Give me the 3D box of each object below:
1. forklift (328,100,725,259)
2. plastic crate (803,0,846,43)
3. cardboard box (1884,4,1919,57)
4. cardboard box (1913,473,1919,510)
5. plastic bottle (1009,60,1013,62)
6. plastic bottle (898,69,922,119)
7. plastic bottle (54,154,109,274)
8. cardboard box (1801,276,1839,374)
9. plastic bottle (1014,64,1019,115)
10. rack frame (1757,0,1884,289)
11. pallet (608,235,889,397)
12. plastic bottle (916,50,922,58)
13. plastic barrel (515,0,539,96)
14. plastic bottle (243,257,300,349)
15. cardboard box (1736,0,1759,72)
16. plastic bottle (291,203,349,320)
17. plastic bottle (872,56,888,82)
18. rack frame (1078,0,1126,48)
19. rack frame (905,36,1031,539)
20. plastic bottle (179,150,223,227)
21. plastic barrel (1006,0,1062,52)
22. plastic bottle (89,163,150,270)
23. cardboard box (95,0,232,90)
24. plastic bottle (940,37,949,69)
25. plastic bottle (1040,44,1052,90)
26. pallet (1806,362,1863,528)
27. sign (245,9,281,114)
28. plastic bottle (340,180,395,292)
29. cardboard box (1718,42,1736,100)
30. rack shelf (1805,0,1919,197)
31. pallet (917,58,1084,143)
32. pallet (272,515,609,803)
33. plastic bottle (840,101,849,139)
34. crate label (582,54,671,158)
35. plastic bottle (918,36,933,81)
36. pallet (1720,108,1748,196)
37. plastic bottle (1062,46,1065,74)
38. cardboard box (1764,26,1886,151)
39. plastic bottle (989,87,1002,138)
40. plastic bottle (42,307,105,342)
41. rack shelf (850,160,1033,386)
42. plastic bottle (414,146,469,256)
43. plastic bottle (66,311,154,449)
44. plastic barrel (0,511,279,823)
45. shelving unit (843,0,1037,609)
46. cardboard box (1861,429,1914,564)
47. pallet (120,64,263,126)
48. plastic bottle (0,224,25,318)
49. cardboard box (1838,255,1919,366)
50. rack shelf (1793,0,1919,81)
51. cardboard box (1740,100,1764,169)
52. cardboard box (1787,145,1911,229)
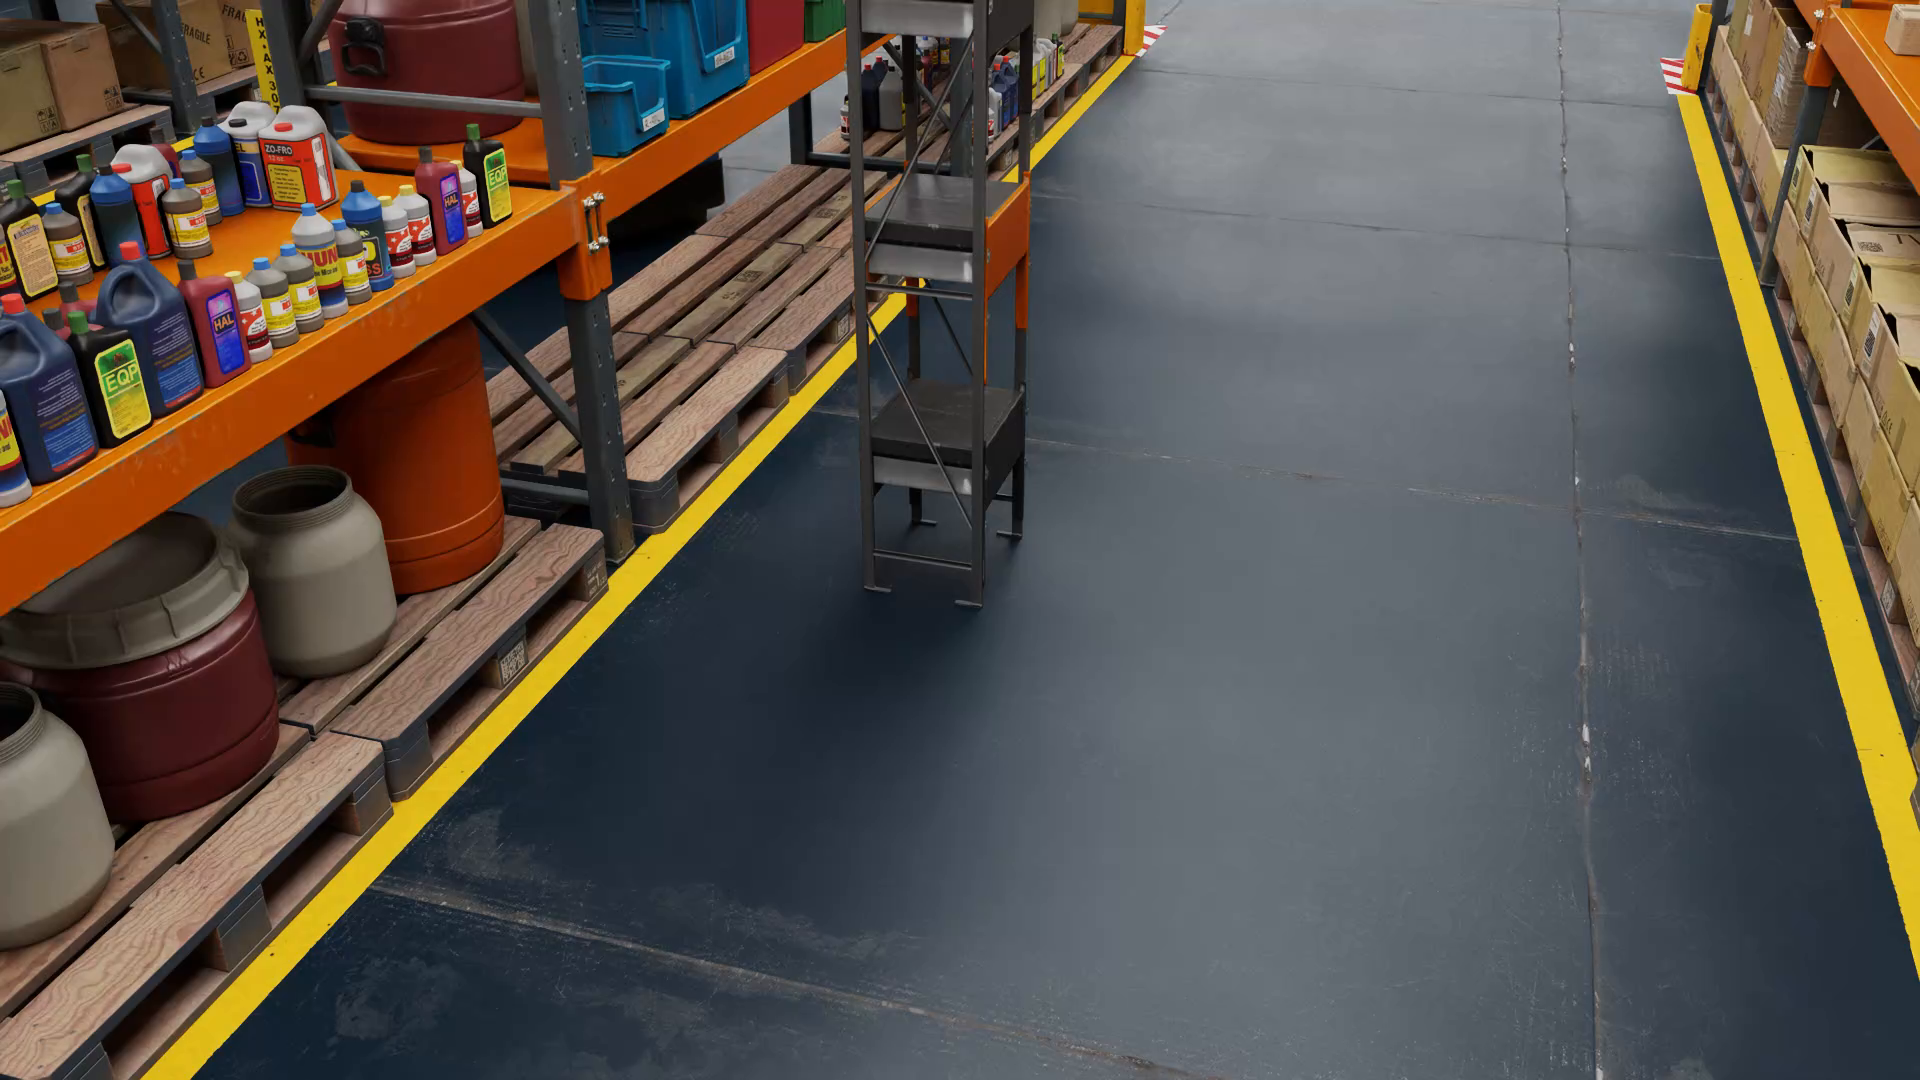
[{"bbox_3d":[-2.604,-2.634,7.469,1.130,2.935,3.031,23,37,35],"label":"forklift"},{"bbox_3d":[-0.672,-2.238,6.905,0.450,0.188,0.662,8,30,15],"label":"plastic crate"},{"bbox_3d":[3.848,-1.979,6.480,0.380,0.149,0.250,8,30,15],"label":"cardboard box"},{"bbox_3d":[3.048,-0.118,4.696,0.500,0.311,0.500,9,30,16],"label":"cardboard box"},{"bbox_3d":[0.309,-2.834,10.185,0.097,0.201,0.097,0,29,0],"label":"plastic bottle"},{"bbox_3d":[-0.312,-2.602,9.691,0.152,0.276,0.135,8,30,15],"label":"plastic bottle"},{"bbox_3d":[-2.260,-0.844,4.302,0.061,0.283,0.133,8,30,15],"label":"plastic bottle"},{"bbox_3d":[3.647,-0.823,6.540,0.500,0.250,0.500,8,30,13],"label":"cardboard box"},{"bbox_3d":[0.347,-2.660,9.787,0.061,0.283,0.133,10,31,17],"label":"plastic bottle"},{"bbox_3d":[4.303,-2.471,7.107,1.000,3.000,0.127,8,30,15],"label":"rack frame"},{"bbox_3d":[-0.980,-1.022,7.370,1.003,0.211,1.213,8,30,15],"label":"pallet"},{"bbox_3d":[-0.315,-2.837,10.113,0.152,0.276,0.135,9,30,16],"label":"plastic bottle"},{"bbox_3d":[-1.507,-1.878,5.926,0.421,0.512,0.421,0,29,0],"label":"plastic barrel"},{"bbox_3d":[-1.606,-0.556,3.868,0.097,0.201,0.097,0,29,0],"label":"plastic bottle"},{"bbox_3d":[4.828,-2.956,9.603,0.500,0.500,0.500,8,30,15],"label":"cardboard box"},{"bbox_3d":[-1.549,-0.677,4.013,0.097,0.271,0.097,0,29,0],"label":"plastic bottle"},{"bbox_3d":[-0.461,-2.644,9.690,0.144,0.351,0.185,7,30,12],"label":"plastic bottle"},{"bbox_3d":[0.743,-5.039,11.722,1.000,3.000,0.127,8,30,15],"label":"rack frame"},{"bbox_3d":[0.023,-0.954,5.305,0.400,2.100,0.015,8,30,15],"label":"rack frame"},{"bbox_3d":[-2.130,-0.984,4.638,0.097,0.201,0.097,0,29,0],"label":"plastic bottle"},{"bbox_3d":[0.476,-3.585,11.237,0.421,0.512,0.421,0,29,0],"label":"plastic barrel"},{"bbox_3d":[-2.179,-0.836,4.300,0.097,0.271,0.097,0,29,0],"label":"plastic bottle"},{"bbox_3d":[-5.010,-3.158,10.481,0.500,0.500,0.500,8,30,13],"label":"cardboard box"},{"bbox_3d":[-0.117,-3.162,10.774,0.097,0.201,0.097,0,29,0],"label":"plastic bottle"},{"bbox_3d":[0.483,-2.947,10.311,0.152,0.276,0.135,8,30,13],"label":"plastic bottle"},{"bbox_3d":[3.768,-0.336,6.137,1.003,0.211,1.213,8,30,15],"label":"pallet"},{"bbox_3d":[-2.133,-1.468,5.135,0.100,0.325,0.005,8,30,15],"label":"sign"},{"bbox_3d":[-1.492,-0.767,4.176,0.097,0.271,0.097,0,29,0],"label":"plastic bottle"},{"bbox_3d":[4.964,-2.862,10.205,0.500,0.250,0.500,8,30,15],"label":"cardboard box"},{"bbox_3d":[3.716,-1.228,5.611,1.077,0.370,4.000,8,30,15],"label":"rack shelf"},{"bbox_3d":[0.163,-2.836,10.631,1.003,0.211,1.213,8,30,15],"label":"pallet"},{"bbox_3d":[-1.796,0.270,5.048,1.003,0.211,1.213,8,30,15],"label":"pallet"},{"bbox_3d":[-0.622,-2.362,9.337,0.097,0.201,0.097,0,29,0],"label":"plastic bottle"},{"bbox_3d":[-1.123,-1.390,5.336,0.303,0.233,0.416,8,30,15],"label":"crate label"},{"bbox_3d":[-0.217,-3.035,10.474,0.097,0.271,0.097,0,29,0],"label":"plastic bottle"},{"bbox_3d":[4.933,-2.185,9.461,1.003,0.211,1.213,8,30,15],"label":"pallet"},{"bbox_3d":[0.623,-3.092,10.649,0.097,0.201,0.097,0,29,0],"label":"plastic bottle"},{"bbox_3d":[4.388,-2.258,8.349,0.500,0.500,0.500,8,30,15],"label":"cardboard box"},{"bbox_3d":[0.151,-2.422,9.367,0.152,0.276,0.135,10,30,17],"label":"plastic bottle"},{"bbox_3d":[-1.803,-0.351,3.415,0.061,0.283,0.133,8,30,15],"label":"plastic bottle"},{"bbox_3d":[-0.049,-0.829,5.108,0.431,0.518,0.480,8,30,15],"label":"rack shelf"},{"bbox_3d":[-1.383,-0.914,4.427,0.061,0.283,0.133,8,30,15],"label":"plastic bottle"},{"bbox_3d":[-1.745,-0.342,3.399,0.061,0.283,0.133,8,30,15],"label":"plastic bottle"},{"bbox_3d":[-2.064,0.304,4.167,0.600,0.588,0.708,8,30,15],"label":"plastic barrel"},{"bbox_3d":[-0.049,-0.841,5.101,0.431,2.100,0.503,8,30,15],"label":"shelving unit"},{"bbox_3d":[3.198,-0.114,5.265,0.500,0.250,0.500,8,30,14],"label":"cardboard box"},{"bbox_3d":[-5.002,-2.985,10.899,1.003,0.211,1.213,8,30,15],"label":"pallet"},{"bbox_3d":[-2.344,-0.676,4.011,0.097,0.271,0.097,0,29,0],"label":"plastic bottle"},{"bbox_3d":[3.494,-0.827,5.971,0.500,0.311,0.500,9,30,16],"label":"cardboard box"},{"bbox_3d":[4.890,-3.086,8.953,1.077,0.370,4.000,8,30,15],"label":"rack shelf"},{"bbox_3d":[4.519,-2.165,8.953,0.500,0.250,0.500,8,30,15],"label":"cardboard box"},{"bbox_3d":[3.944,-1.542,7.256,0.500,0.311,0.500,9,30,15],"label":"cardboard box"}]
